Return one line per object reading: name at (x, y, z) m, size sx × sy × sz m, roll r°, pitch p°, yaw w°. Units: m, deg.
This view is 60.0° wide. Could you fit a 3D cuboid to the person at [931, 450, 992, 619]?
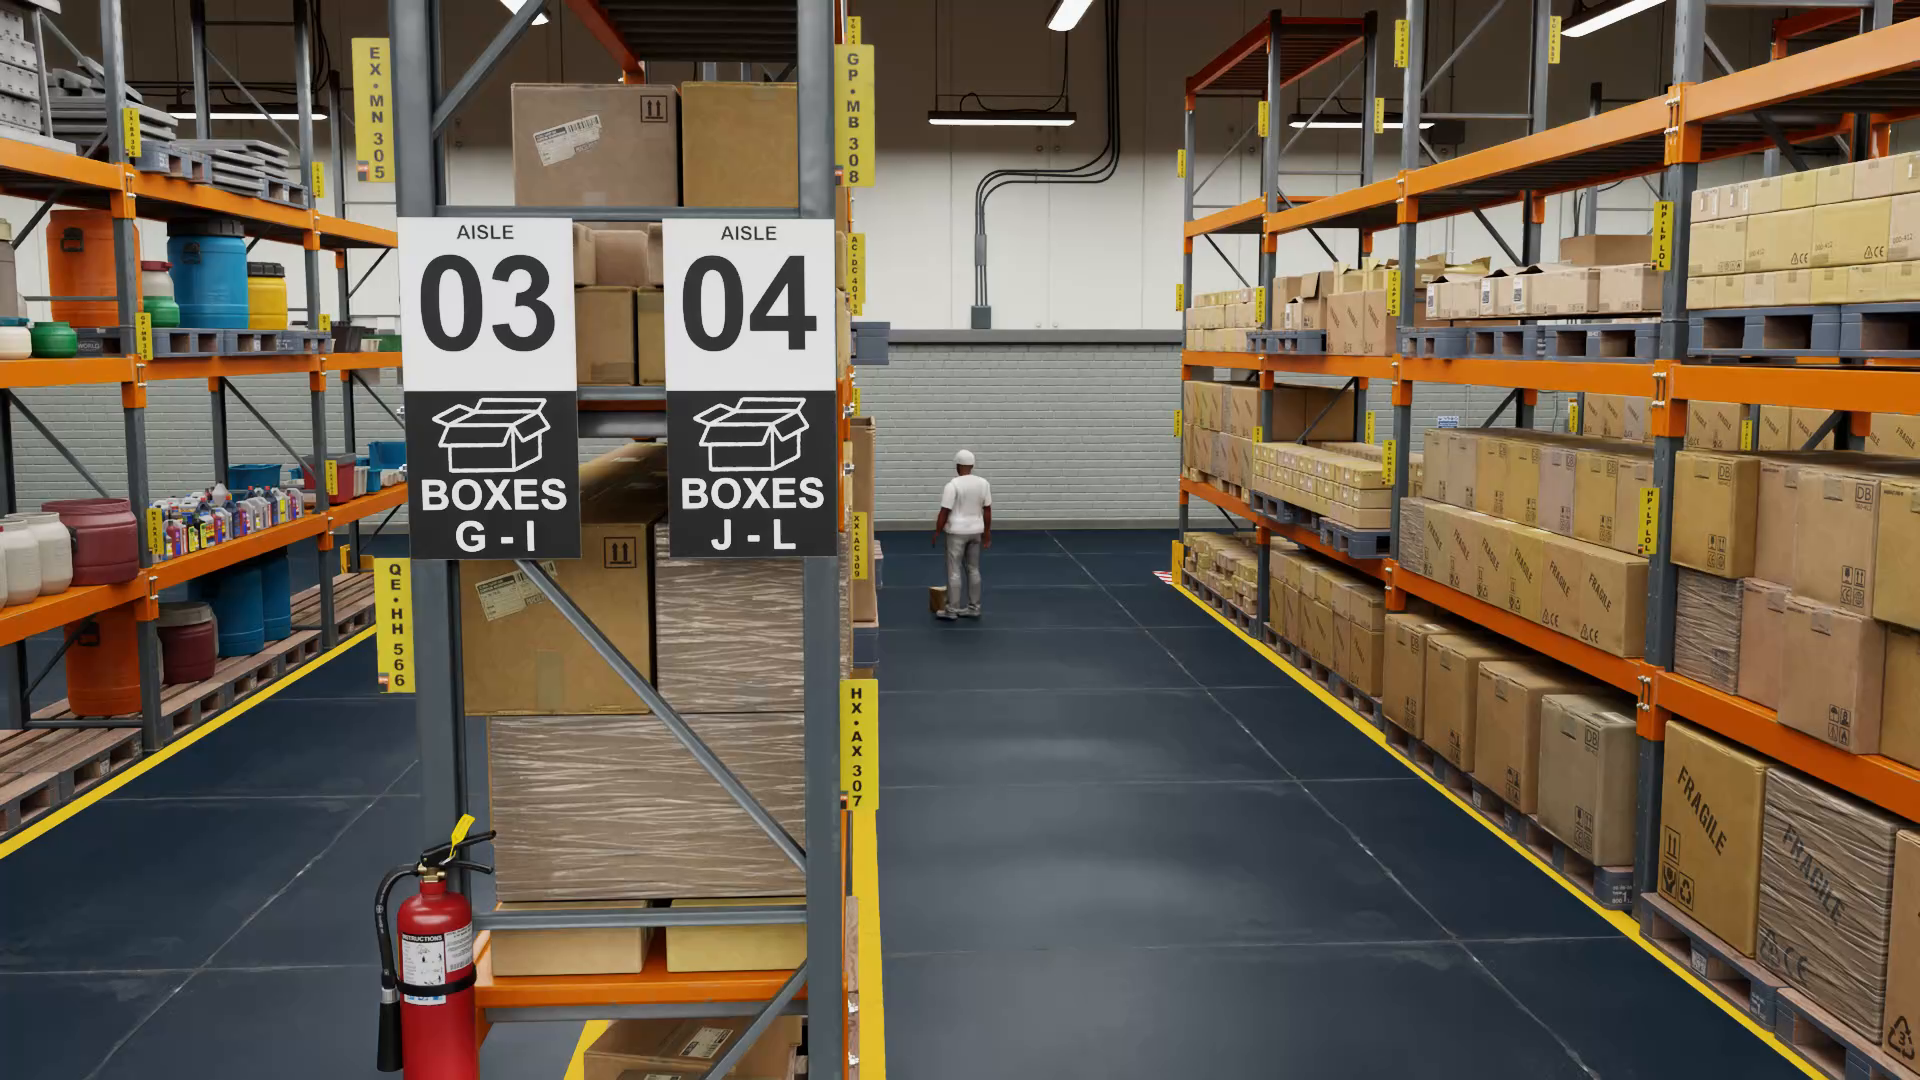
person at (0.025, -0.070, 17.562) m, size 0.618 × 1.776 × 0.411 m, roll -5°, pitch 8°, yaw -35°
